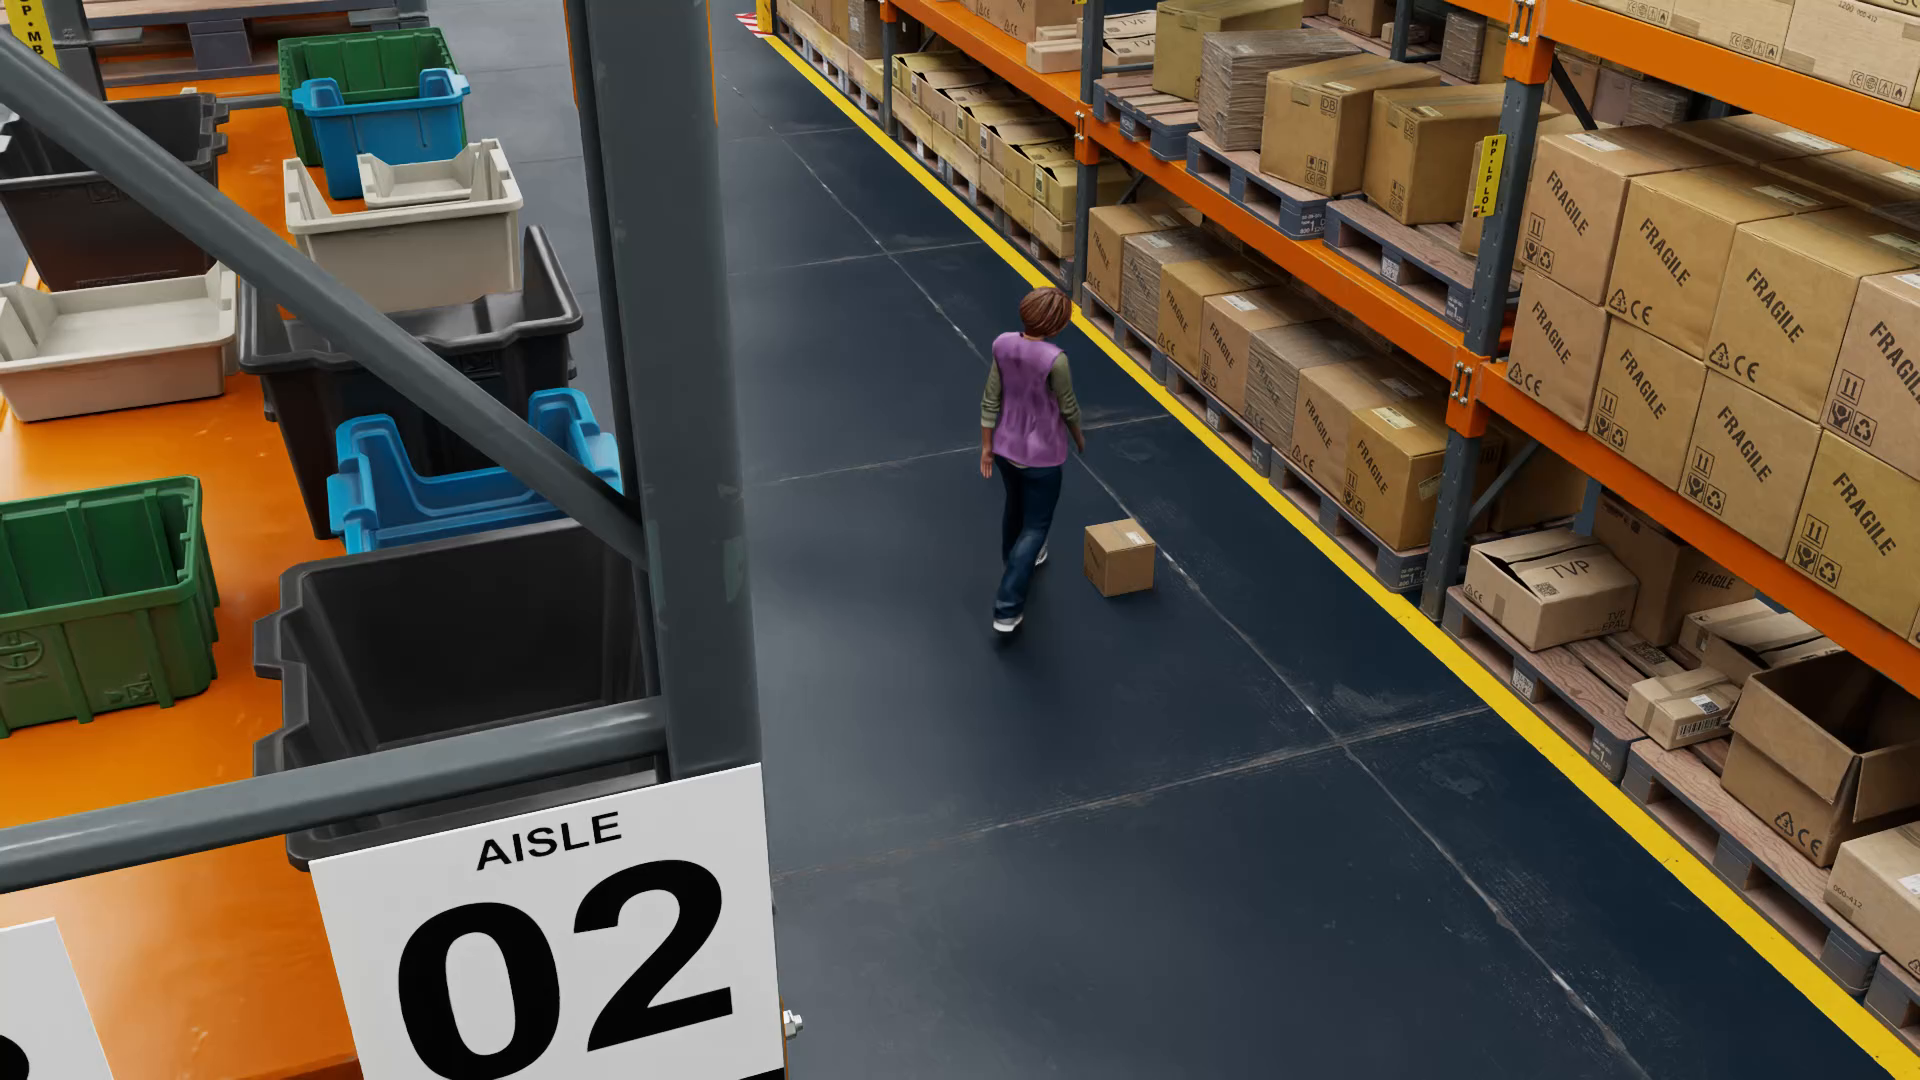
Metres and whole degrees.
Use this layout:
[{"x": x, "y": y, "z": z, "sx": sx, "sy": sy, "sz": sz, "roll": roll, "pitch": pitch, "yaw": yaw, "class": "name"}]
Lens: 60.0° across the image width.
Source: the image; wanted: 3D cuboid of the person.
[{"x": 0.295, "y": -0.400, "z": 7.331, "sx": 0.462, "sy": 1.555, "sz": 0.750, "roll": 24, "pitch": 38, "yaw": 35, "class": "person"}]
